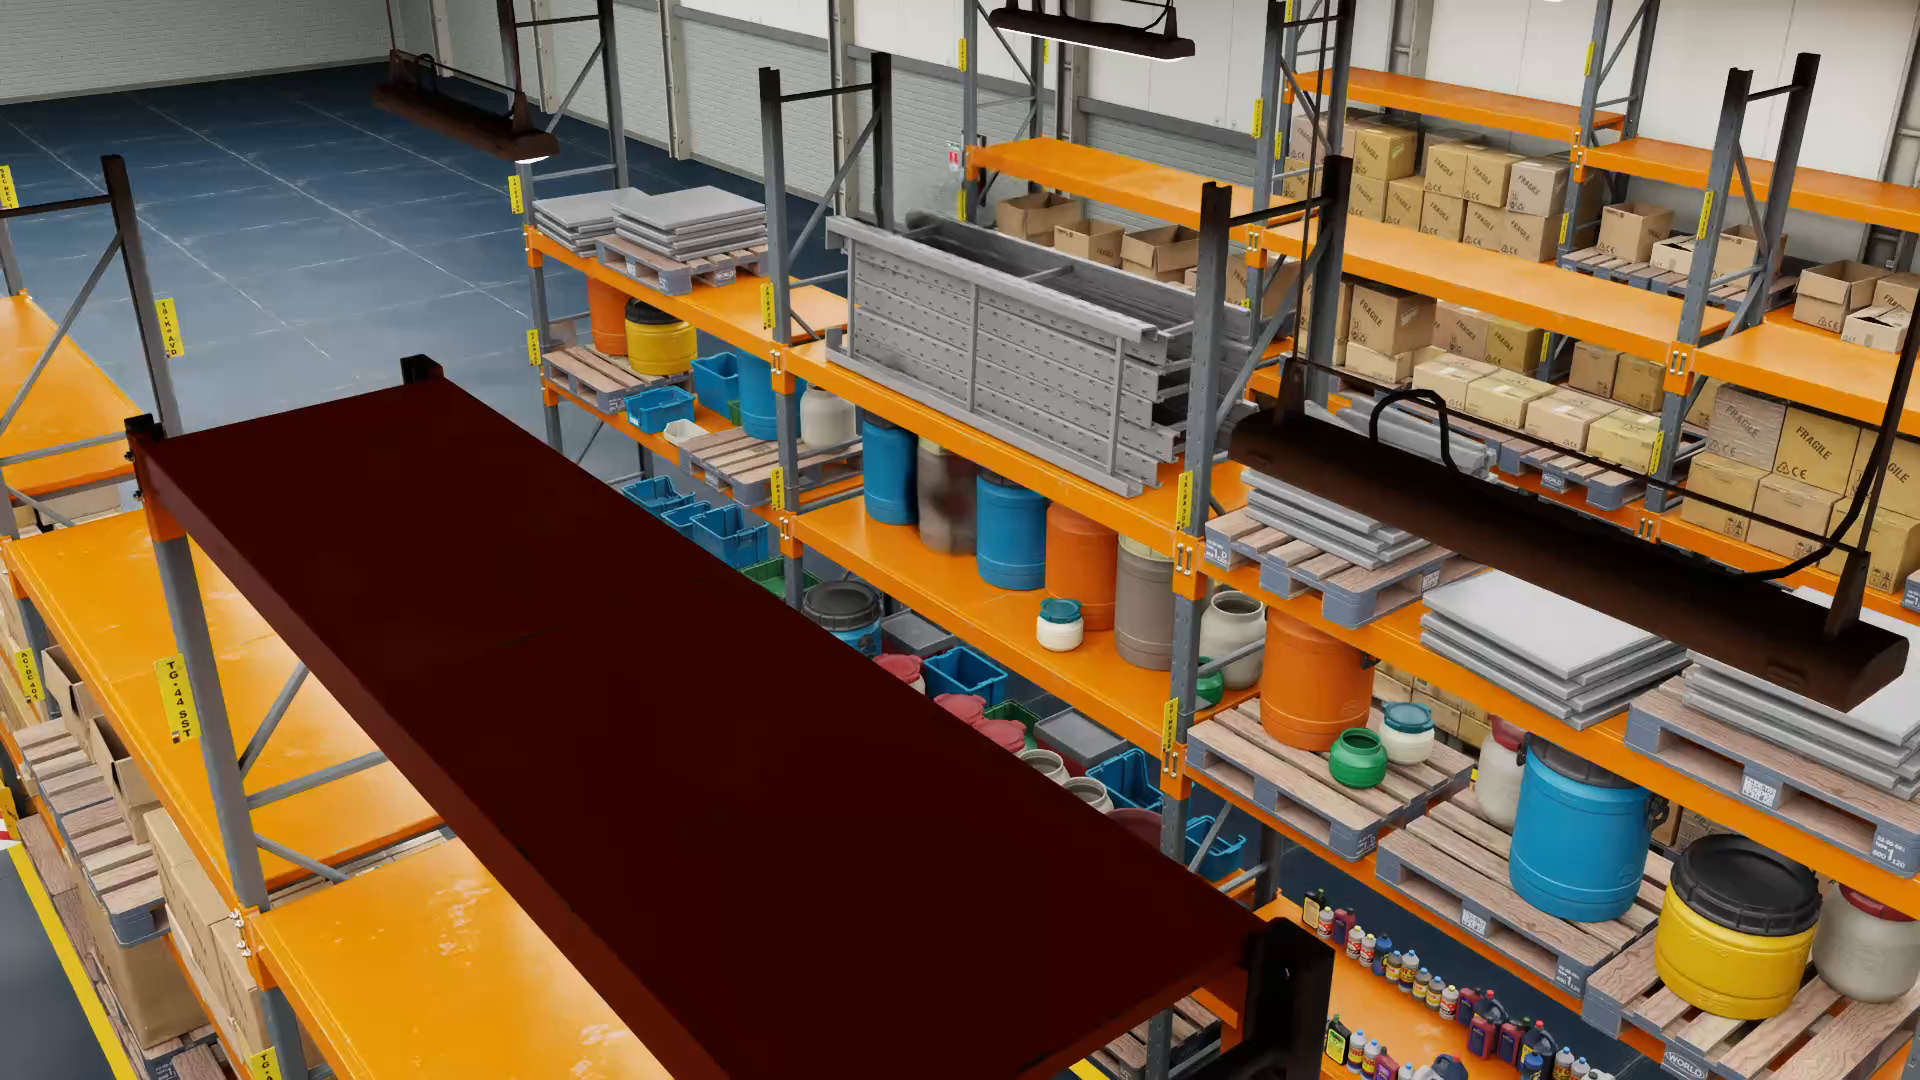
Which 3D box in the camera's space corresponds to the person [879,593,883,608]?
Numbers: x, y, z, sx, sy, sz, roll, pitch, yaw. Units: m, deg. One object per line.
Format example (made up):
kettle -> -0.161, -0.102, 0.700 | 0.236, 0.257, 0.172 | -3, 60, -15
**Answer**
person -> -0.560, 0.010, 15.607 | 0.830, 1.696, 0.578 | 19, 32, 34
